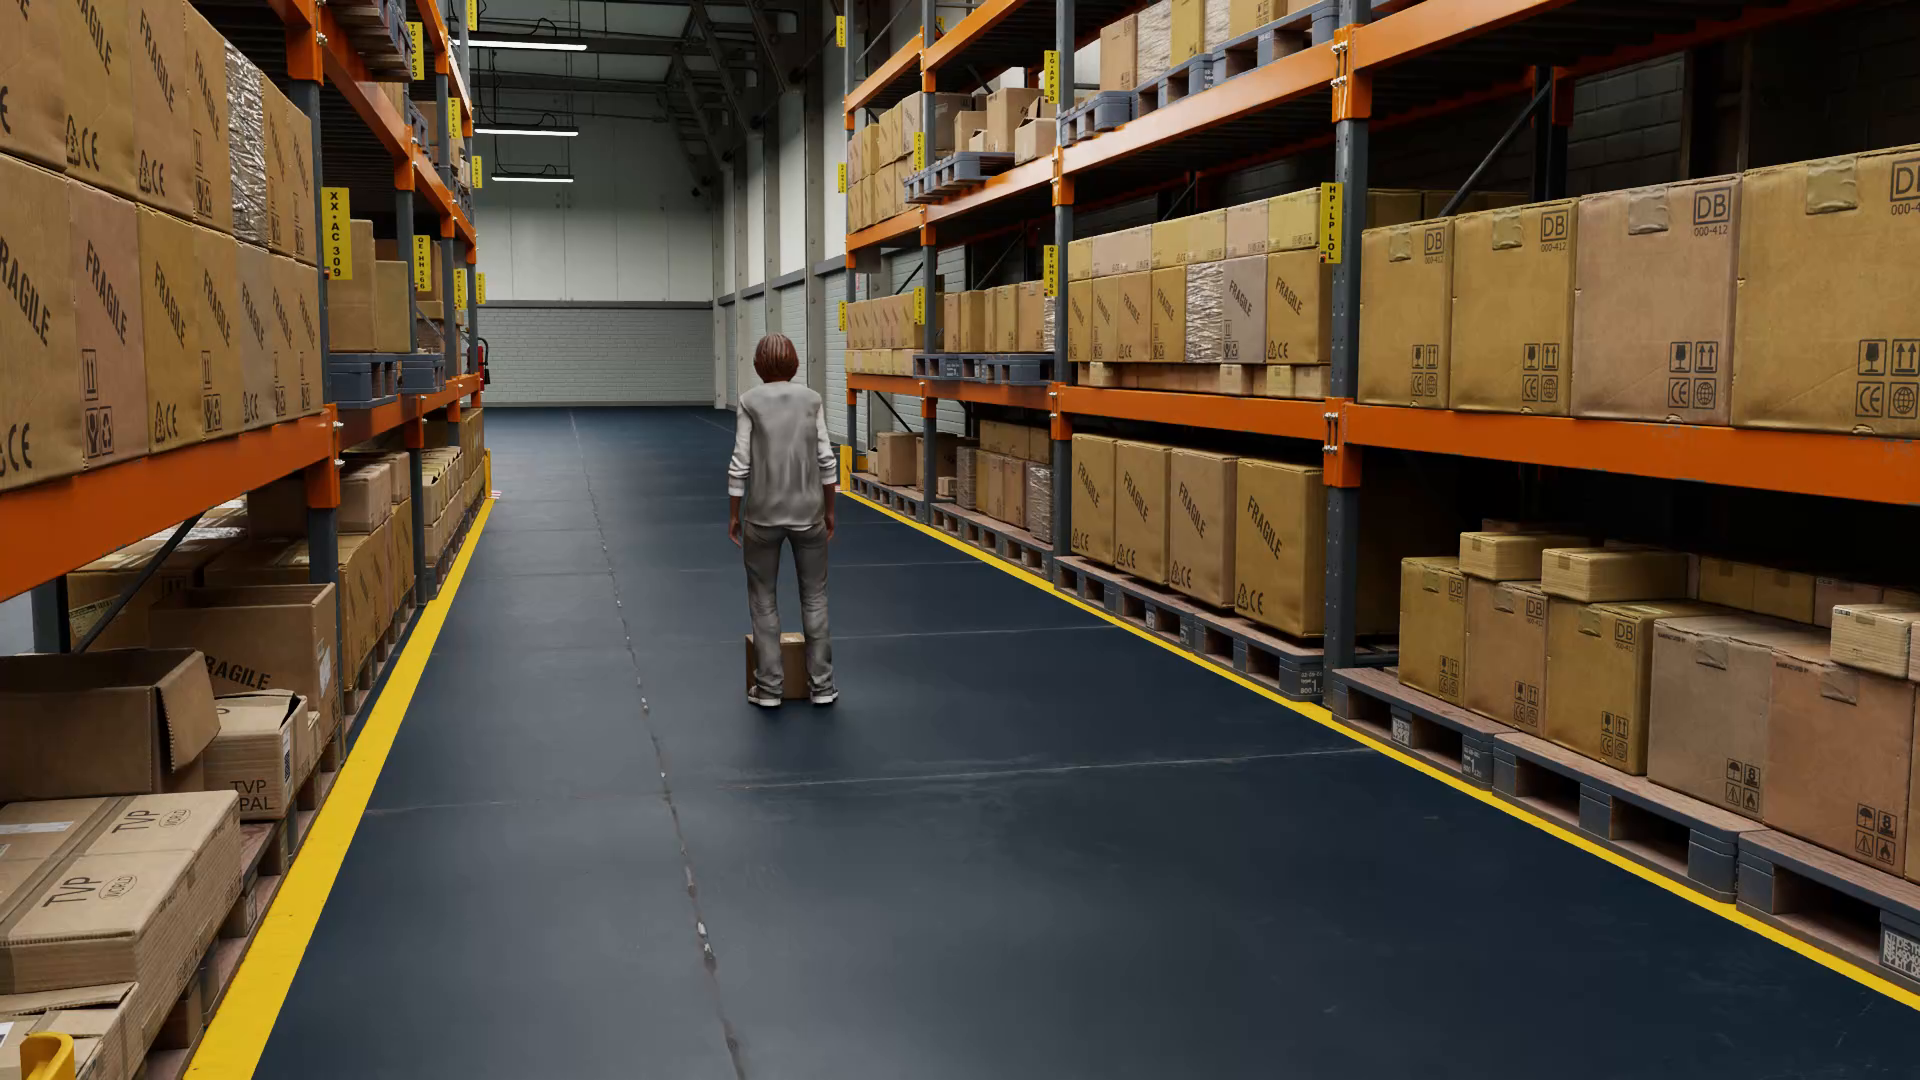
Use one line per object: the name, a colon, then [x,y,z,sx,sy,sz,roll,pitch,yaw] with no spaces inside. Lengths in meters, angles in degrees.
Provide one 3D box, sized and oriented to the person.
person: [-0.751,-0.082,7.110,0.479,1.593,0.345,-2,7,-16]
